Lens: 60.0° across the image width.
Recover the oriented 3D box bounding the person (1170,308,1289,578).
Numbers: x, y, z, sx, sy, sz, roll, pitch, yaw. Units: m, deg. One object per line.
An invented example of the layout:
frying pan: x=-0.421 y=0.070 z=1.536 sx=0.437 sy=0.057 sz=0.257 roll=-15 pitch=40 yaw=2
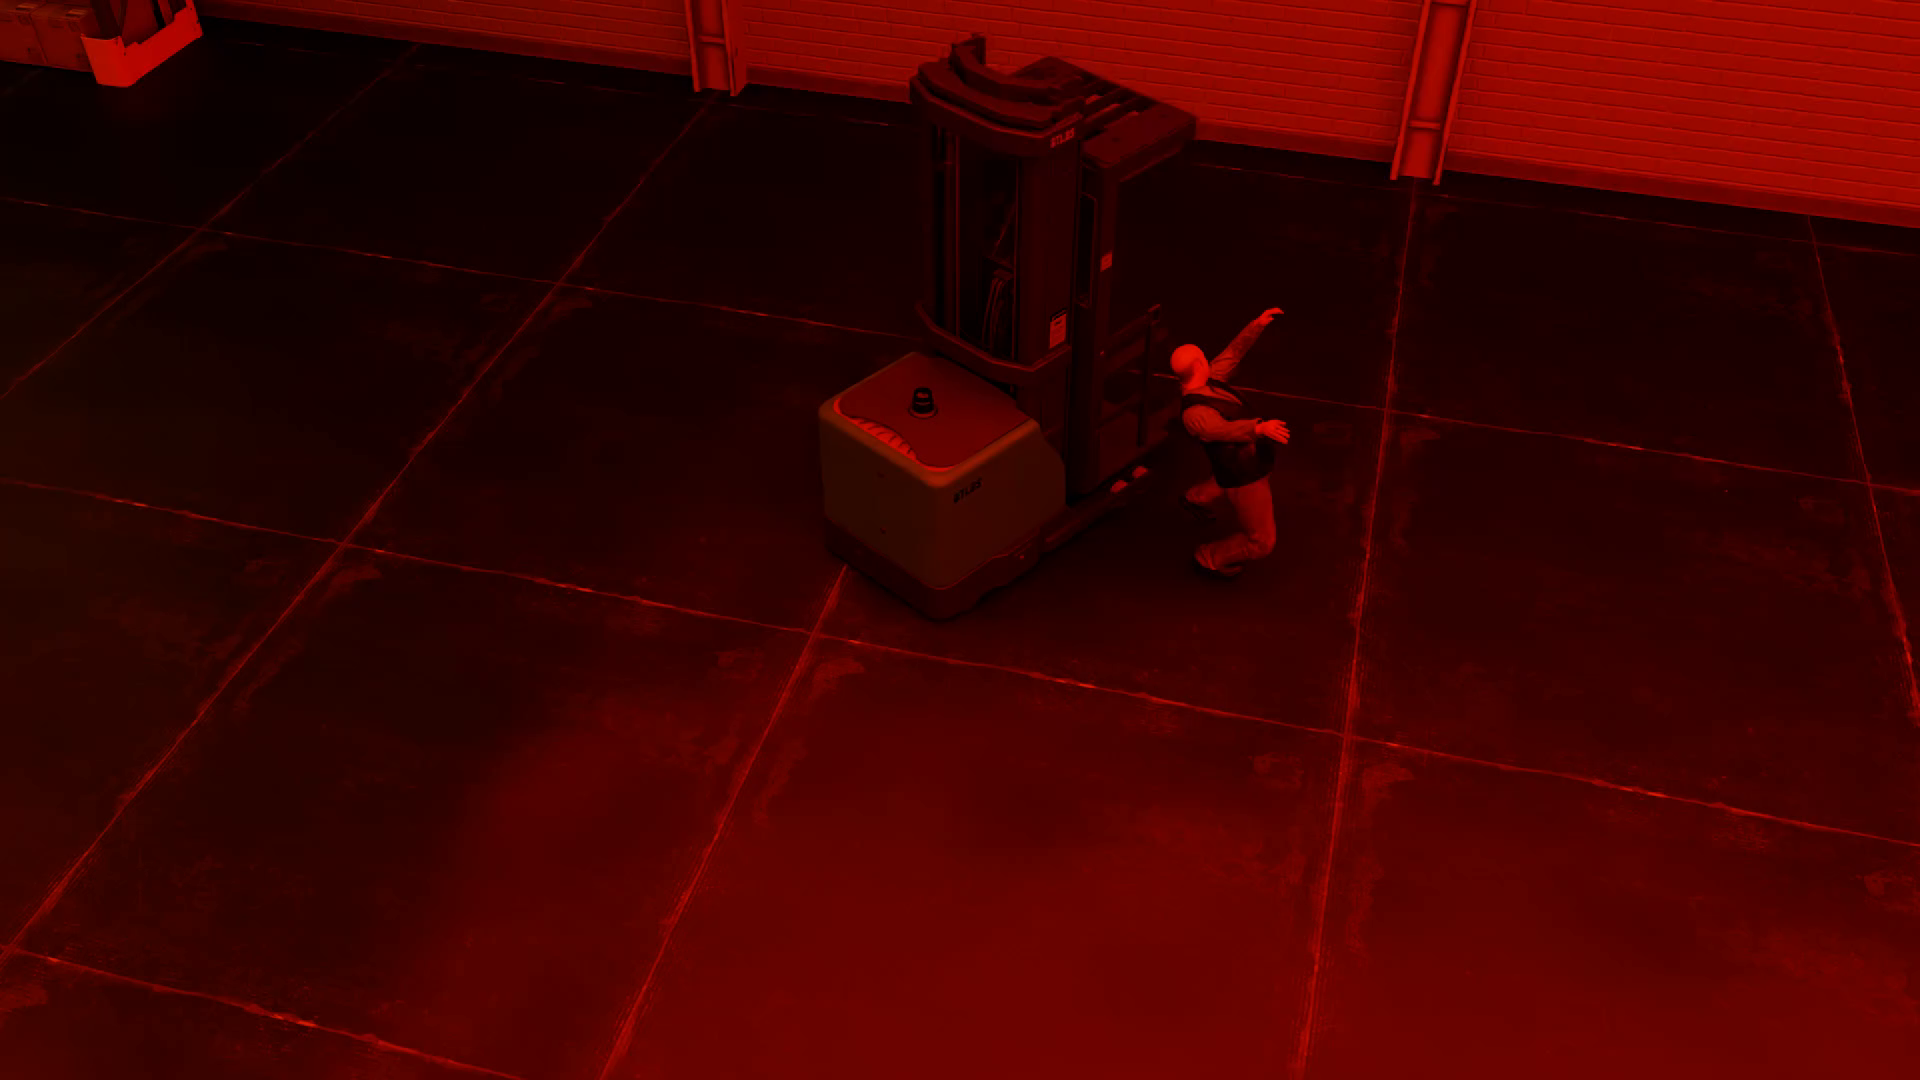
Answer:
person: x=1.484 y=-0.384 z=9.397 sx=0.672 sy=1.437 sz=1.000 roll=2 pitch=41 yaw=3

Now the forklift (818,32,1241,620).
forklift: x=0.575 y=-1.520 z=9.596 sx=1.130 sy=2.935 sz=3.031 roll=33 pitch=51 yaw=32
